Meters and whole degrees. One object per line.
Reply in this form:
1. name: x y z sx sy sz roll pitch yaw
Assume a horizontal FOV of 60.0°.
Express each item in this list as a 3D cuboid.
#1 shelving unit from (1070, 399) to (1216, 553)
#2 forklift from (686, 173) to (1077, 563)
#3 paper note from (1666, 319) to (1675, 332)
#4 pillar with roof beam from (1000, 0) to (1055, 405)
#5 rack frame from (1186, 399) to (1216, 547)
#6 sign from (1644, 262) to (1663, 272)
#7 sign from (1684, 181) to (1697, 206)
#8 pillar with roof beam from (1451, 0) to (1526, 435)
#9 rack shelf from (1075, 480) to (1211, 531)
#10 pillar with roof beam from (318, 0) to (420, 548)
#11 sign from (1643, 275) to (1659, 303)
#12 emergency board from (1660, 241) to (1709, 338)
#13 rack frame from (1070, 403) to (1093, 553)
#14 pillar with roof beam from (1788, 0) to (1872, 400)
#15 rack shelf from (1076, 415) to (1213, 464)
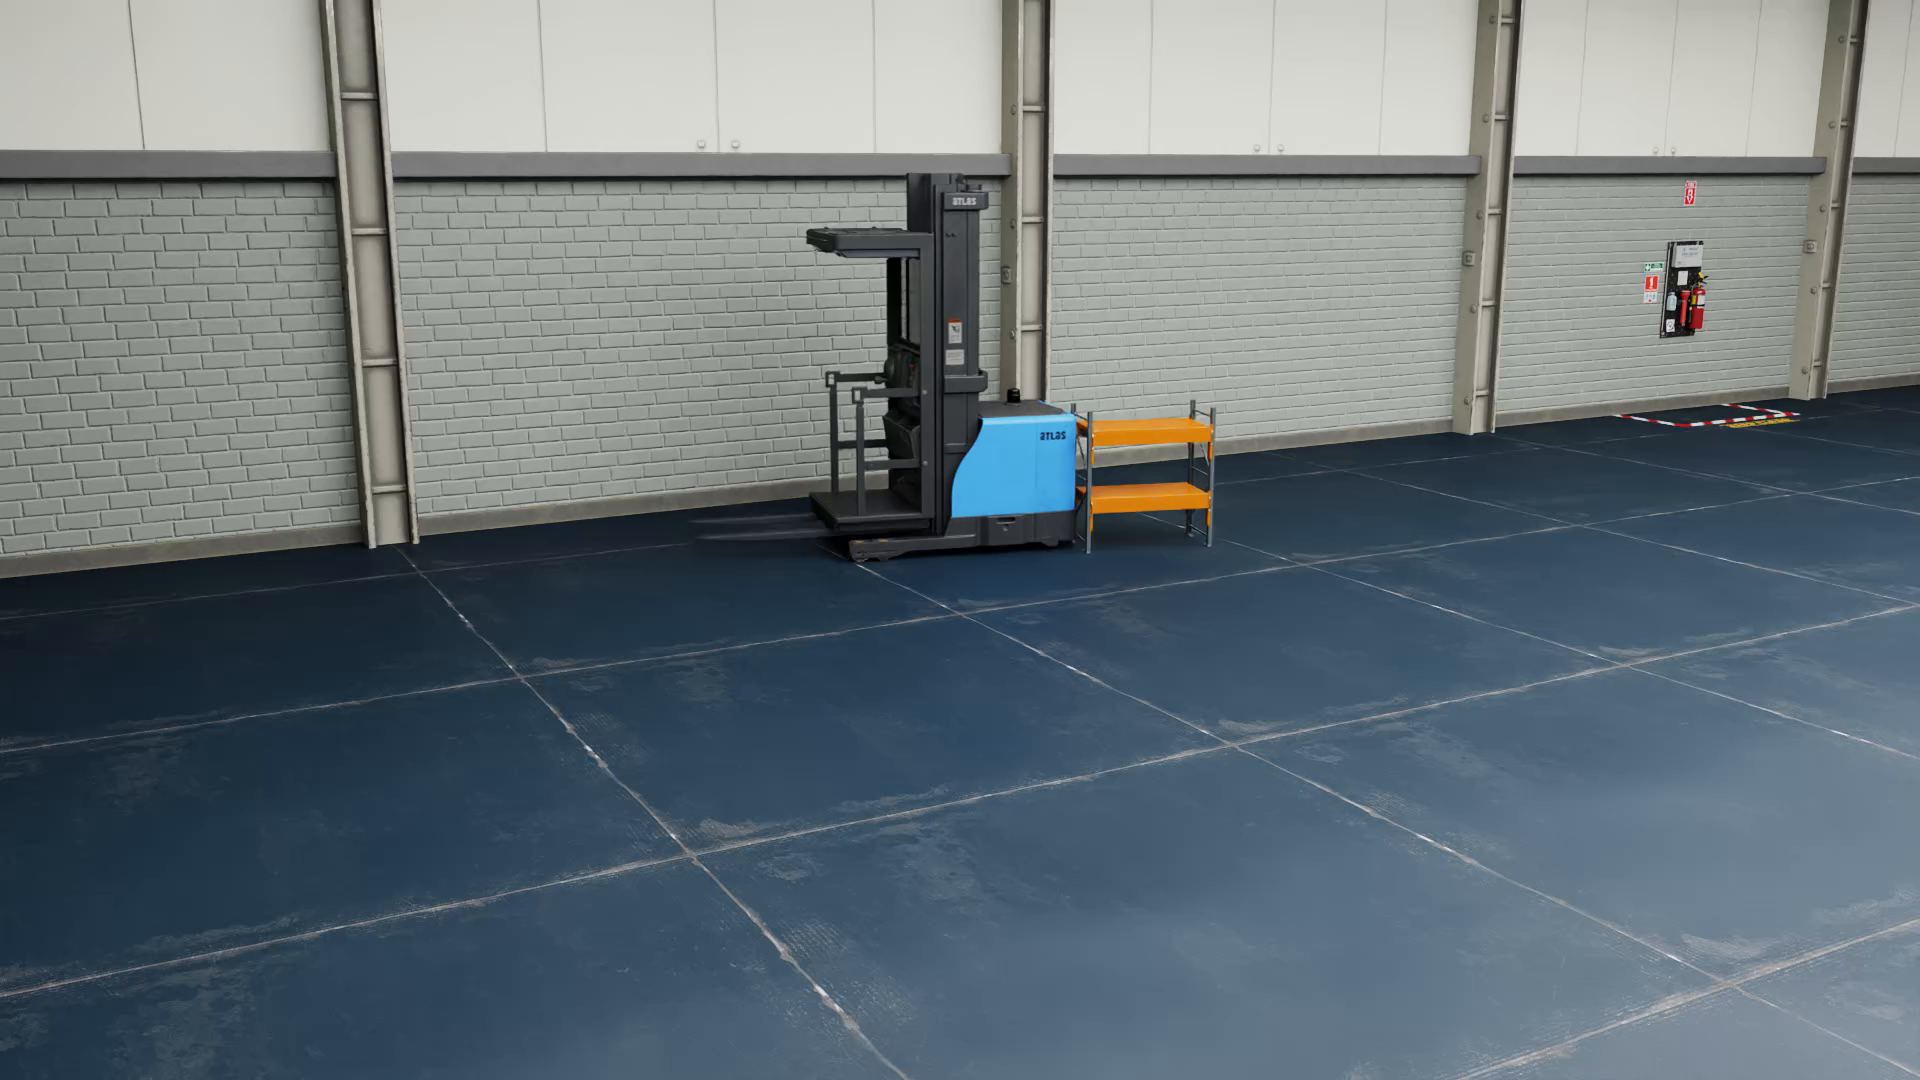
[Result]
1. shelving unit: 1.458 -0.523 13.372 1.048 1.125 0.538 -3 13 -12
2. forklift: -0.641 -1.384 13.085 3.031 2.935 1.130 -4 13 -16
3. paper note: 8.792 -2.652 20.569 0.142 0.148 0.016 -7 14 -28
4. pillar with roof beam: 2.697 -4.175 11.664 0.400 9.000 9.100 -7 14 -28
5. rack frame: 1.954 -0.548 13.481 0.032 1.125 0.500 -3 13 -12
6. sign: 8.454 -3.324 20.258 0.331 0.109 0.001 -7 14 -28
7. sign: 8.925 -4.237 20.323 0.199 0.298 0.001 -7 14 -28
8. pillar with roof beam: 7.964 -4.806 14.469 0.400 9.000 9.100 -7 14 -28
9. rack shelf: 1.458 -0.285 13.426 1.000 0.278 0.538 -3 13 -12
10. pillar with roof beam: -2.569 -3.544 8.859 0.400 9.000 9.100 -7 14 -28
11. sign: 8.445 -3.067 20.322 0.234 0.329 0.001 -7 14 -28
12. emergency board: 8.980 -3.087 20.496 0.643 1.169 0.194 -7 14 -28
13. rack frame: 0.962 -0.499 13.263 0.032 1.125 0.500 -3 13 -12
14. pillar with roof beam: 13.230 -5.437 17.273 0.400 9.000 9.100 -7 14 -28
15. rack shelf: 1.458 -0.809 13.308 1.000 0.278 0.538 -3 13 -12
